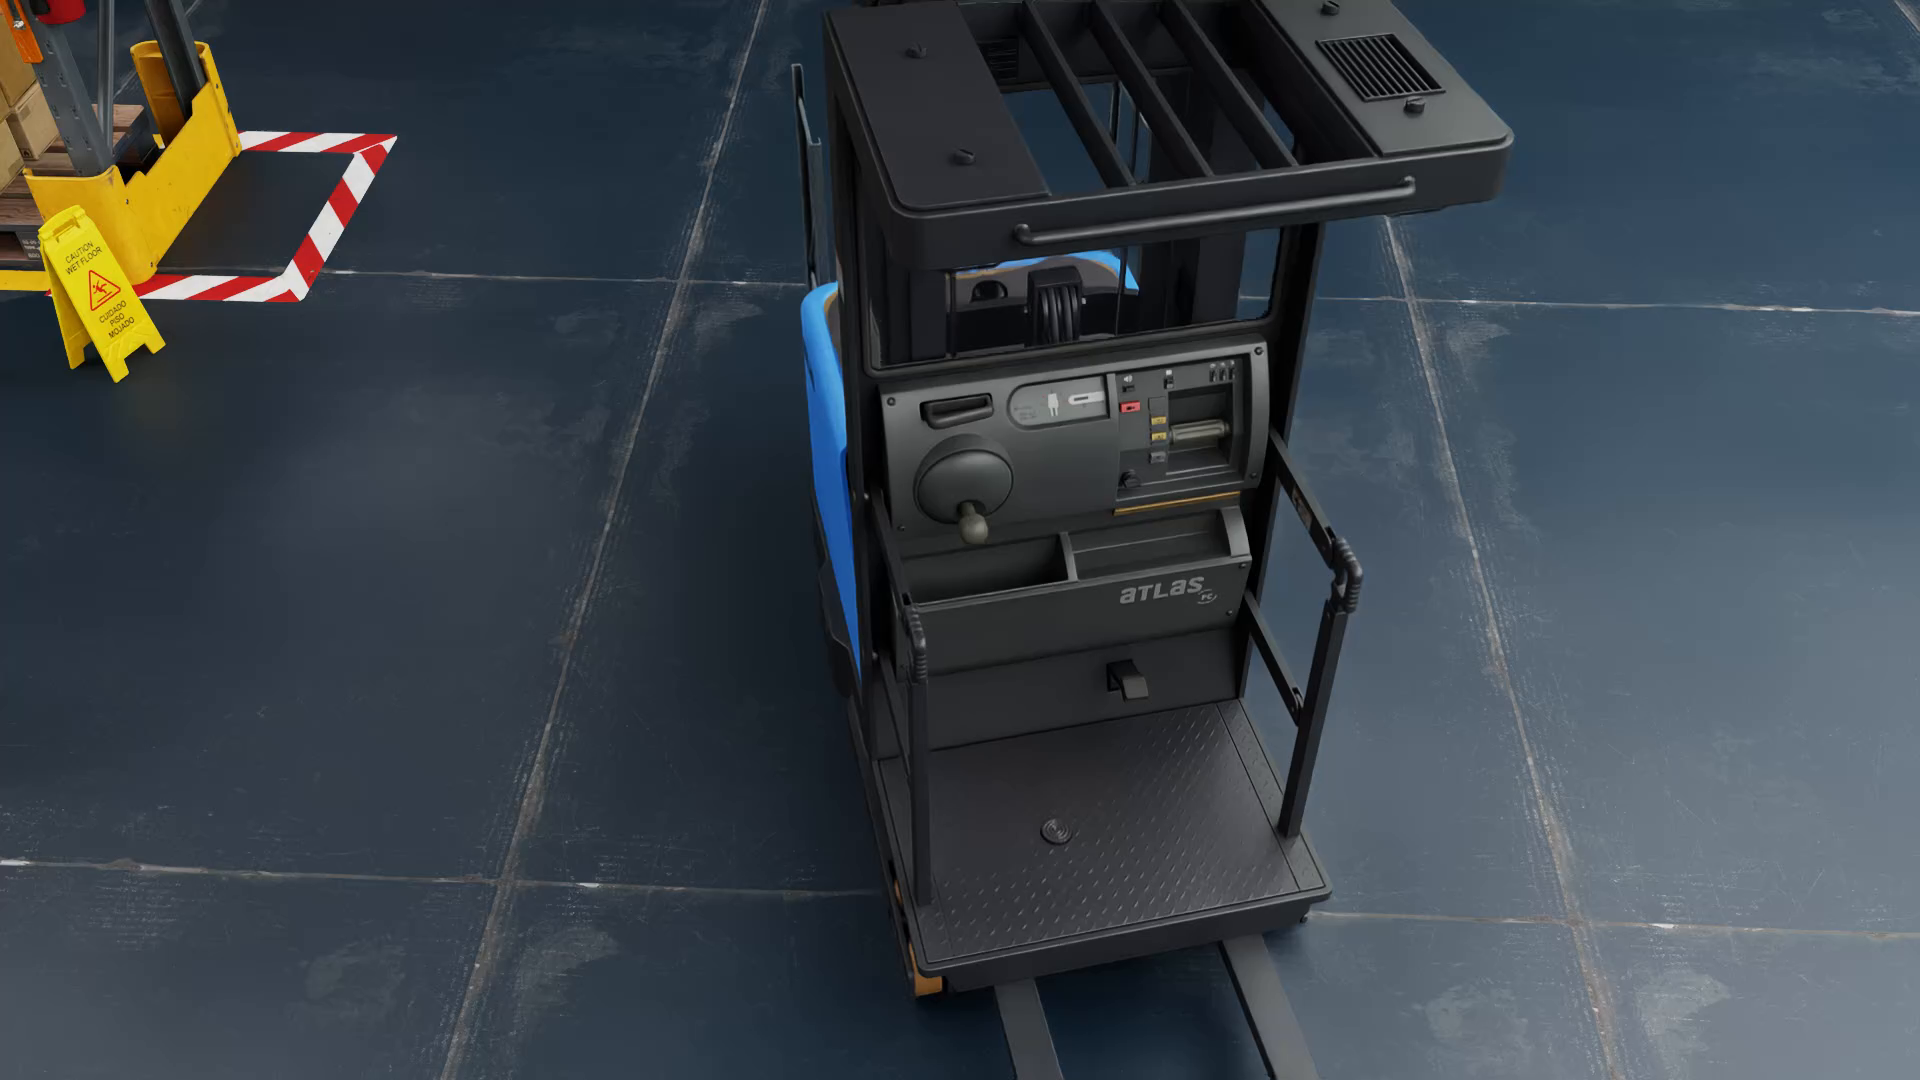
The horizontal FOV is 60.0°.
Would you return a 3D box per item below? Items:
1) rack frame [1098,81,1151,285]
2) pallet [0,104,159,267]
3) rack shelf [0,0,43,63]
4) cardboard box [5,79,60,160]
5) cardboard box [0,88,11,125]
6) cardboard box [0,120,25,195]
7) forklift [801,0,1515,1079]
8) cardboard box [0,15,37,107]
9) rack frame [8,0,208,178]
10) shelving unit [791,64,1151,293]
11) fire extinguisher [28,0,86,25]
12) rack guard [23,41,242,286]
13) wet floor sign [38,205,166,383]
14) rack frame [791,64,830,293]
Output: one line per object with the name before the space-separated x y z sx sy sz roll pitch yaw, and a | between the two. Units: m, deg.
rack frame | 0.540 -0.878 5.592 0.032 1.500 0.500 -7 43 -8
pallet | -4.326 -1.580 7.291 1.213 0.211 1.003 2 43 2
rack shelf | -5.438 -2.347 6.597 4.000 0.370 1.077 2 43 2
cardboard box | -4.234 -1.910 7.308 0.500 0.250 0.500 1 43 2
cardboard box | -4.253 -1.818 6.660 0.500 0.500 0.500 2 43 2
cardboard box | -4.284 -1.539 6.910 0.500 0.250 0.500 2 43 2
forklift | 0.328 -0.147 3.757 1.130 2.935 3.031 -9 44 -9
cardboard box | -4.258 -2.184 7.053 0.500 0.500 0.500 0 43 0
rack frame | -3.440 -2.549 6.286 0.127 3.000 1.000 2 43 2
shelving unit | 0.041 -0.814 5.523 1.048 1.500 0.538 -7 43 -8
fire extinguisher | -3.347 -2.203 5.971 0.183 0.674 0.296 2 43 2
rack guard | -3.516 -1.637 7.140 0.348 0.500 1.175 2 43 2
wet floor sign | -3.299 -0.953 6.300 0.232 0.644 0.267 16 45 16
rack frame | -0.459 -0.750 5.455 0.032 1.500 0.500 -7 43 -8
